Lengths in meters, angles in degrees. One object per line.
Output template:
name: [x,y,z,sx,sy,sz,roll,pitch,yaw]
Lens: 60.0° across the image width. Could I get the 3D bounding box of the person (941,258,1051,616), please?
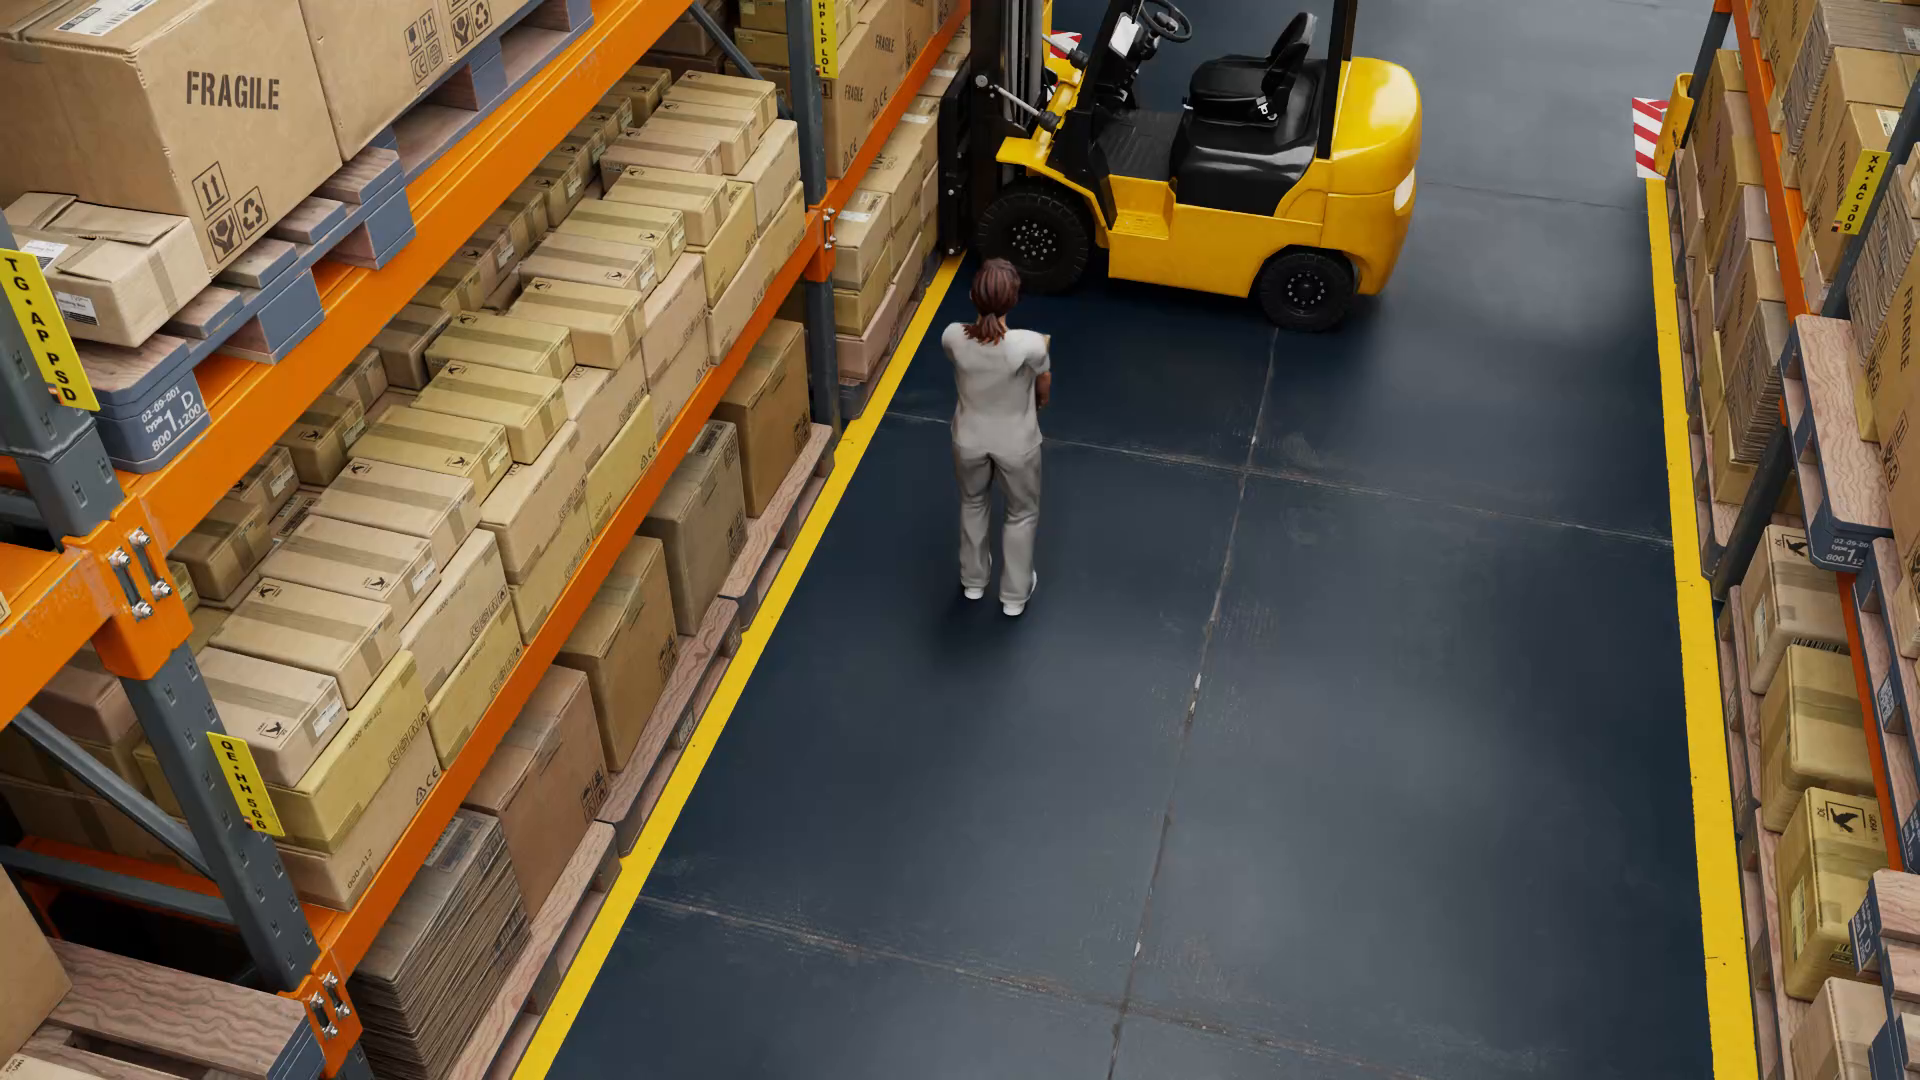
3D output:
person: [0.157,-0.447,6.681,0.409,1.668,0.508,9,42,11]
